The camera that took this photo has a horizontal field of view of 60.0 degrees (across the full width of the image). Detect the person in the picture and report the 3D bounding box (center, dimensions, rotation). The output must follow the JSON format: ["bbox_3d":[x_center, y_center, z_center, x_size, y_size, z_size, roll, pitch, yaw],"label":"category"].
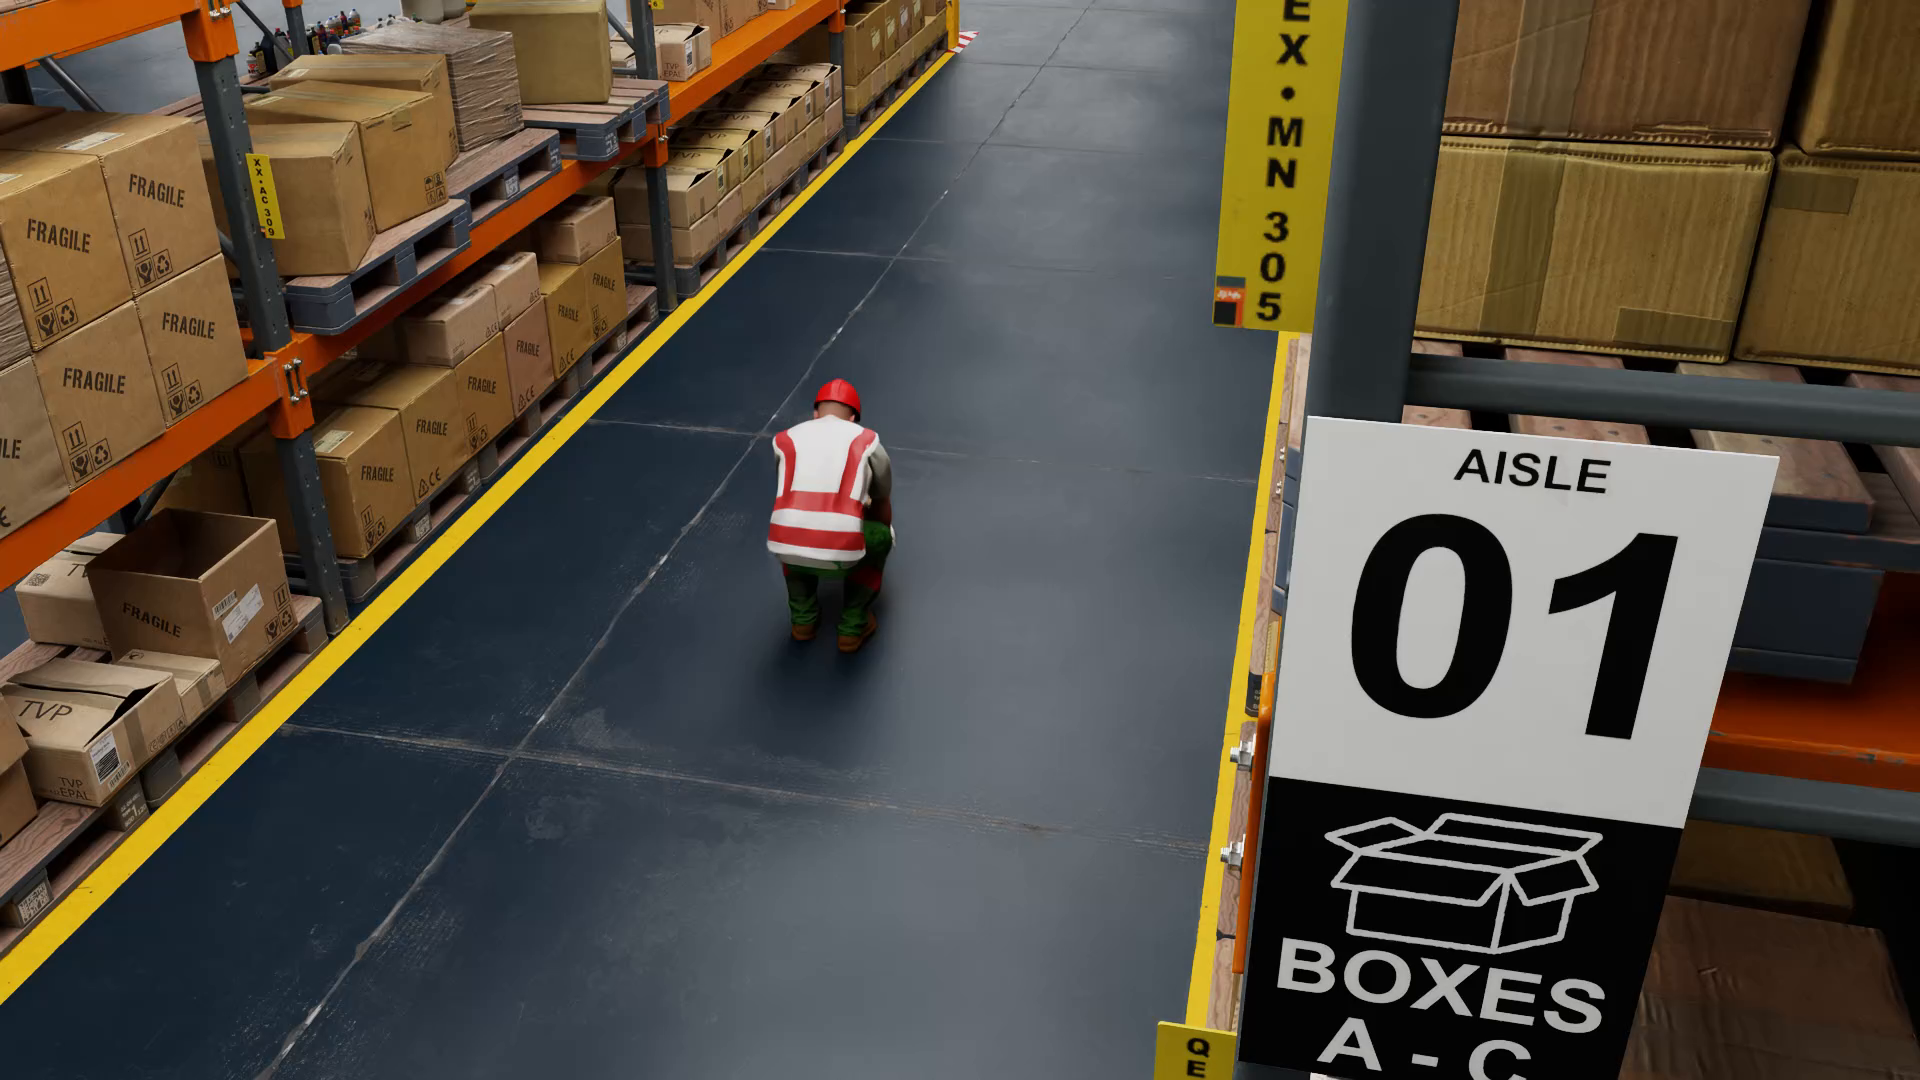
[{"bbox_3d":[-0.554,-0.089,7.100,0.534,0.996,0.894,5,29,9],"label":"person"}]
